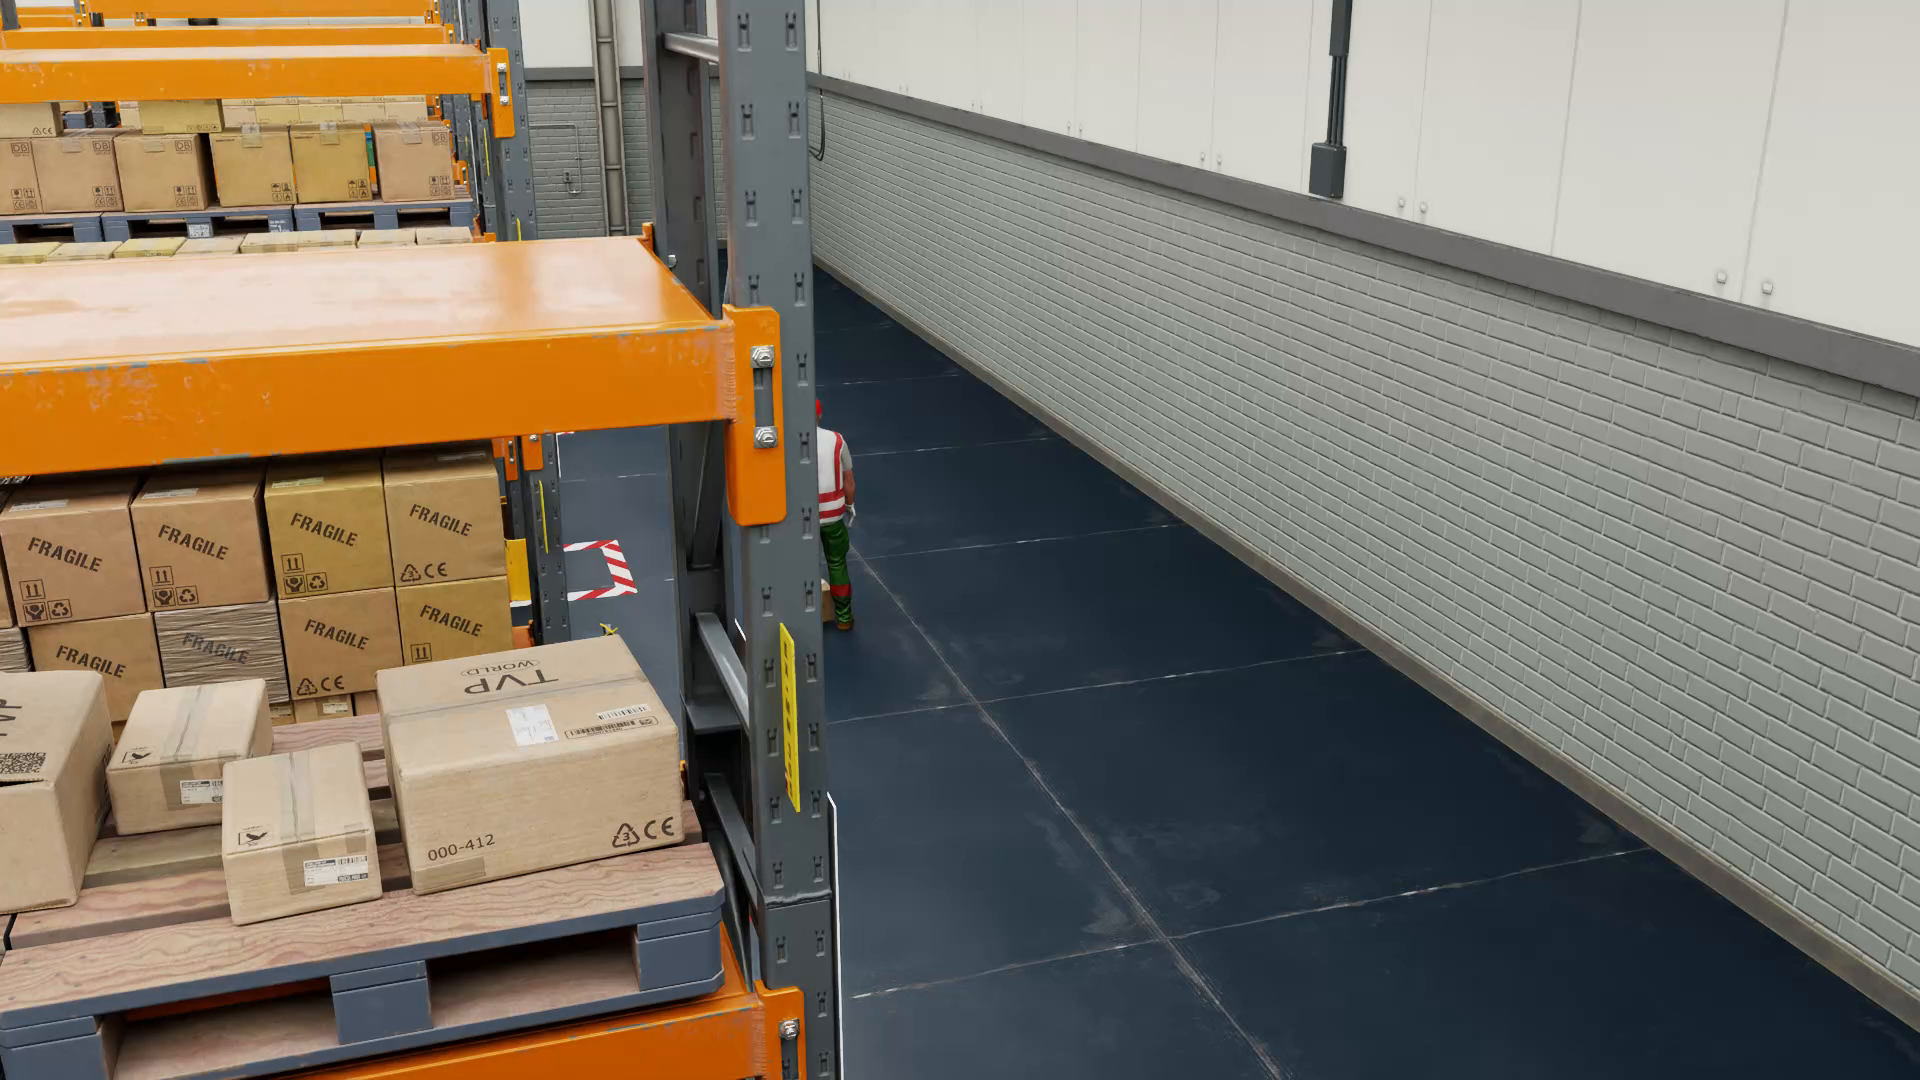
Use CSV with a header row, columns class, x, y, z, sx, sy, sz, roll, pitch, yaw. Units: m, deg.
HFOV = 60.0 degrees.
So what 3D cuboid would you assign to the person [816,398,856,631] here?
class,x,y,z,sx,sy,sz,roll,pitch,yaw
person,-1.049,-0.186,12.080,0.623,1.780,0.447,-7,20,-19
